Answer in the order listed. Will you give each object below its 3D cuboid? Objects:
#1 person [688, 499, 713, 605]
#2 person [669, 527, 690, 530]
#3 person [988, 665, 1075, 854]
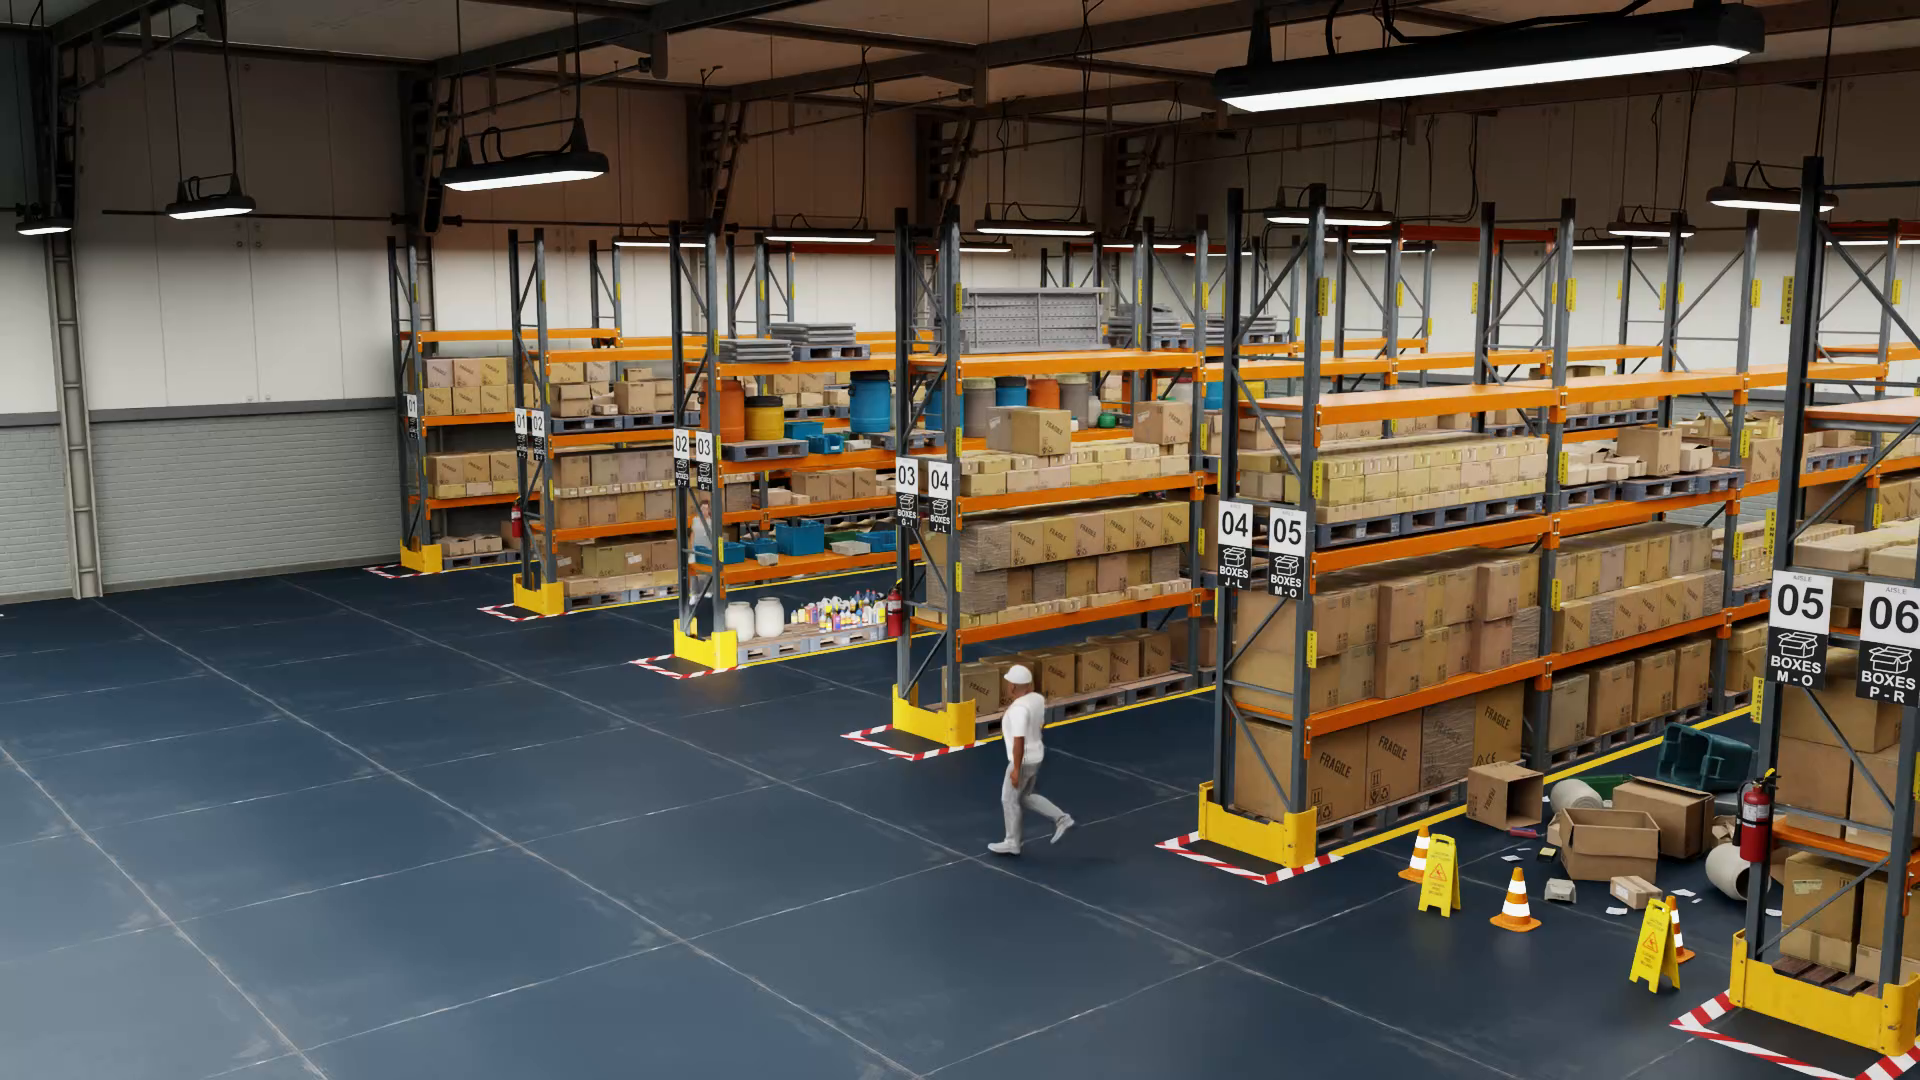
[{"bbox_3d":[-4.015,0.172,25.953,0.466,1.613,0.591,1,9,8],"label":"person"},{"bbox_3d":[-5.086,-0.287,30.241,0.516,1.633,0.889,6,11,35],"label":"person"},{"bbox_3d":[0.628,1.993,15.072,0.741,1.746,0.573,2,9,11],"label":"person"}]
